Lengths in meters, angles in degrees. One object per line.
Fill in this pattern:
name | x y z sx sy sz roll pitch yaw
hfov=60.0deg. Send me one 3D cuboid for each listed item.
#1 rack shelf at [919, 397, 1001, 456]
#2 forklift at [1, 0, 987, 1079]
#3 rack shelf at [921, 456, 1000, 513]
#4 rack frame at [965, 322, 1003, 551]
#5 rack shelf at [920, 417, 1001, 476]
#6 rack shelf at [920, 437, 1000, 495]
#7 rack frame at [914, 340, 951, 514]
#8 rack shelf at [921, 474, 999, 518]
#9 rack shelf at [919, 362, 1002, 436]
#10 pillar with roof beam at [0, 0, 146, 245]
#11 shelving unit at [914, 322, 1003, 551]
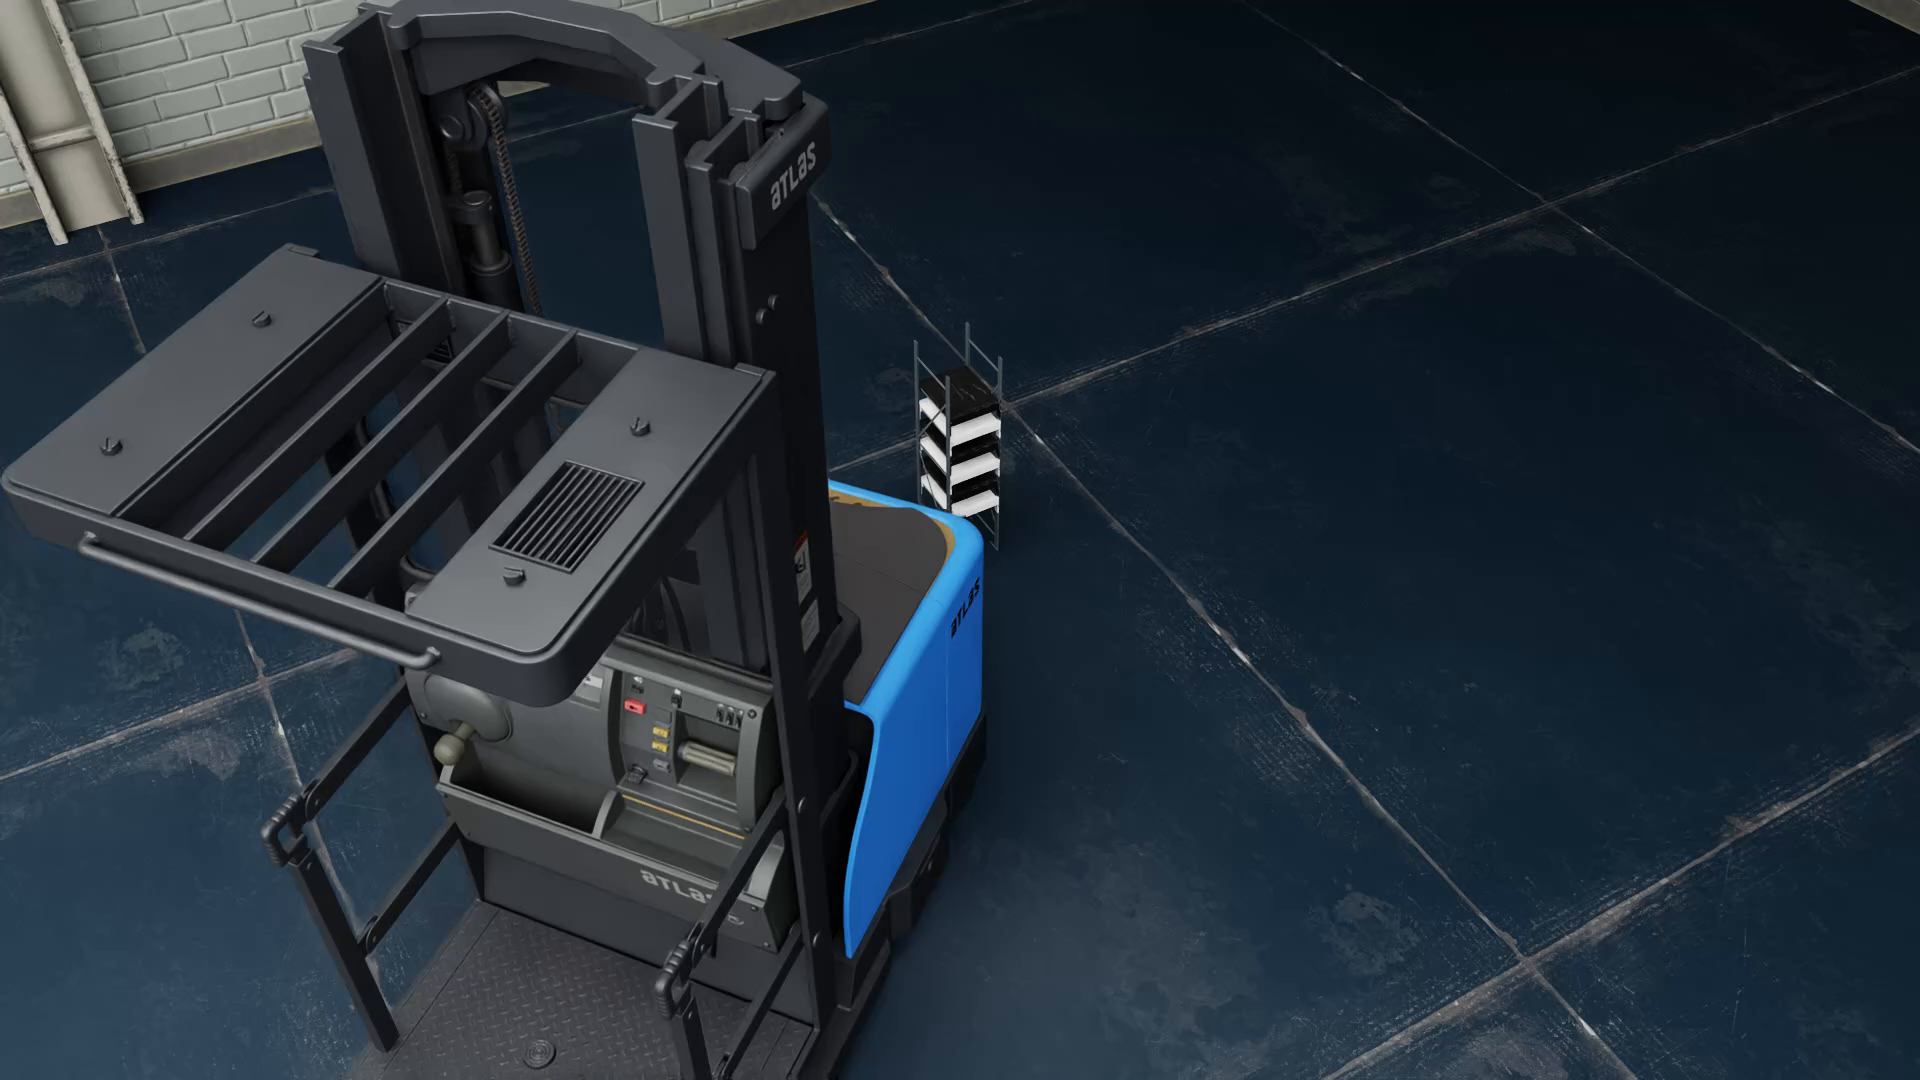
rack shelf | -0.007 -0.425 5.832 0.200 0.077 0.258 -22 48 -21
forklift | -0.946 0.488 3.642 1.130 2.935 3.031 16 46 16
rack shelf | -0.007 -0.232 6.020 0.200 0.077 0.258 -22 48 -21
rack frame | 0.081 -0.355 5.970 0.006 0.900 0.240 -22 48 -21
rack shelf | -0.007 -0.361 5.894 0.200 0.077 0.258 -22 48 -21
rack shelf | -0.007 -0.296 5.957 0.200 0.077 0.258 -22 48 -21
rack frame | -0.095 -0.285 5.897 0.006 0.900 0.240 -22 48 -21
rack shelf | -0.007 -0.167 6.082 0.200 0.077 0.258 -22 48 -21
rack shelf | -0.007 -0.490 5.769 0.200 0.077 0.258 -22 48 -21
pillar with roof beam | -1.917 -2.144 1.998 0.400 9.000 9.100 -22 48 -21
shelving unit | -0.007 -0.320 5.934 0.210 0.900 0.258 -22 48 -21
